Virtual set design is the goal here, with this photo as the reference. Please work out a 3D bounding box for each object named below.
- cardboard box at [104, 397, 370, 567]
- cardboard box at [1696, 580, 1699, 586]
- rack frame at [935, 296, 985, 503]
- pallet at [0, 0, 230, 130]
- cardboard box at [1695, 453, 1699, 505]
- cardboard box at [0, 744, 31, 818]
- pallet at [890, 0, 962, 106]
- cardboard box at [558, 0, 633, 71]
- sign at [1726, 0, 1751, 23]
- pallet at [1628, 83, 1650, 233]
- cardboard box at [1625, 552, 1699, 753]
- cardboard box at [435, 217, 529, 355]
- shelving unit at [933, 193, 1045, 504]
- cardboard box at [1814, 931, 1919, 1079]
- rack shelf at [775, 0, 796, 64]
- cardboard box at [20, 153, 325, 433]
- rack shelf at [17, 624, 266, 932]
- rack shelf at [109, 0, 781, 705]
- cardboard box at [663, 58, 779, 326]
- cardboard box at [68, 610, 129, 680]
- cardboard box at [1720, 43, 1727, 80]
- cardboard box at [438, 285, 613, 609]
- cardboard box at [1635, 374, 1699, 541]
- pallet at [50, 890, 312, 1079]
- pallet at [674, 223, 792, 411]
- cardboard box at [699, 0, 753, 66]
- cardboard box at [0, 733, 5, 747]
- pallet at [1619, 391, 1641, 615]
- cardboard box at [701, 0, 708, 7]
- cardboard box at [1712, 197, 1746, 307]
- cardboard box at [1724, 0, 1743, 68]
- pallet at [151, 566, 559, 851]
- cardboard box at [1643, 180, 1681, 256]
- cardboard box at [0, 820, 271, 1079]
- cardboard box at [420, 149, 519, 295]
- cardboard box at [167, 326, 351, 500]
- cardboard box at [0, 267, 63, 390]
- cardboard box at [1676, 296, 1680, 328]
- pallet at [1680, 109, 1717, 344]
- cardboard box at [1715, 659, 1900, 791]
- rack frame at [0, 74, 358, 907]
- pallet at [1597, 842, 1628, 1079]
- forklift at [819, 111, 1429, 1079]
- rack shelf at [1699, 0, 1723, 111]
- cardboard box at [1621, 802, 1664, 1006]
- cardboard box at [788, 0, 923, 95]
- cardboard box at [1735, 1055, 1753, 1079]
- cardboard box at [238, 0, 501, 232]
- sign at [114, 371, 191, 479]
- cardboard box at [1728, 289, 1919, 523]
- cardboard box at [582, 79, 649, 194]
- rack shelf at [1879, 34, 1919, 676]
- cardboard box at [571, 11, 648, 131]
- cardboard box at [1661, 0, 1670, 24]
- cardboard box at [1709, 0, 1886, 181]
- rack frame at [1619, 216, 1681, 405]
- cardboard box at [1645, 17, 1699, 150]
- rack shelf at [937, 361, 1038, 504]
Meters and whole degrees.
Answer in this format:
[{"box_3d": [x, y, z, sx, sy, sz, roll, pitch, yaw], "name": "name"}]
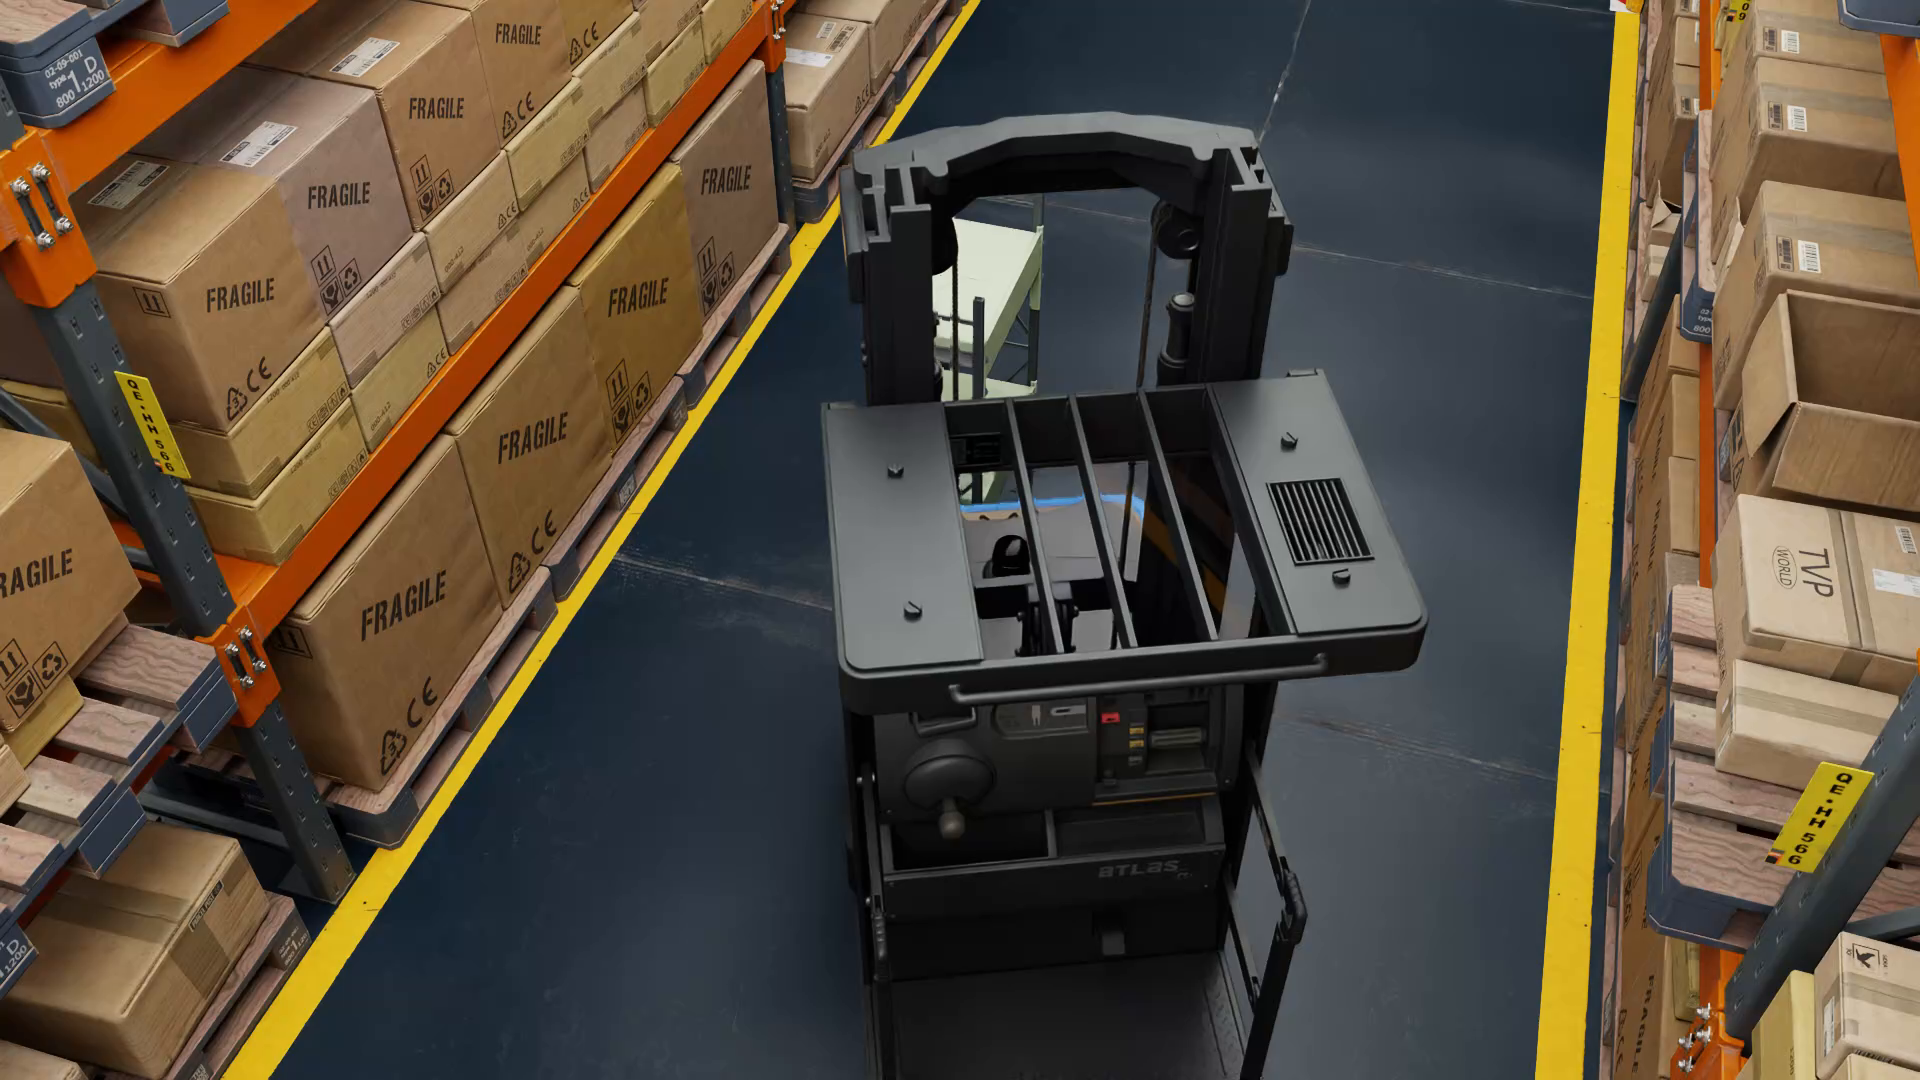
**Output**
[{"box_3d": [-2.134, -0.224, 4.941, 0.500, 0.250, 0.500, 12, 46, 12], "name": "cardboard box"}, {"box_3d": [2.546, 0.295, 5.327, 0.380, 0.149, 0.250, 11, 45, 11], "name": "cardboard box"}, {"box_3d": [-0.113, -0.288, 5.972, 0.400, 1.500, 0.023, 13, 46, 12], "name": "rack frame"}, {"box_3d": [-2.377, -1.450, 4.077, 1.213, 0.211, 1.003, 15, 46, 14], "name": "pallet"}, {"box_3d": [2.801, -0.209, 5.842, 0.380, 0.149, 0.250, 12, 46, 12], "name": "cardboard box"}, {"box_3d": [-2.443, 0.575, 3.897, 0.380, 0.149, 0.250, 12, 46, 12], "name": "cardboard box"}, {"box_3d": [-0.638, -2.980, 9.645, 1.003, 0.211, 1.213, 13, 46, 12], "name": "pallet"}, {"box_3d": [-1.528, -2.033, 5.896, 0.500, 0.500, 0.500, 14, 46, 14], "name": "cardboard box"}, {"box_3d": [2.902, -2.041, 6.072, 0.100, 0.325, 0.005, 13, 46, 13], "name": "sign"}, {"box_3d": [3.998, -1.899, 8.539, 1.003, 0.211, 1.213, 13, 46, 13], "name": "pallet"}, {"box_3d": [2.590, 0.429, 5.654, 0.500, 0.500, 0.500, 11, 45, 11], "name": "cardboard box"}, {"box_3d": [-1.831, -0.918, 5.651, 0.500, 0.250, 0.500, 14, 46, 14], "name": "cardboard box"}, {"box_3d": [-0.002, -0.532, 6.221, 0.431, 1.500, 0.755, 13, 46, 12], "name": "shelving unit"}, {"box_3d": [1.833, 0.927, 3.123, 0.380, 0.149, 0.250, 14, 46, 14], "name": "cardboard box"}, {"box_3d": [-0.705, -3.747, 8.949, 1.077, 0.370, 4.000, 13, 46, 13], "name": "rack shelf"}, {"box_3d": [-2.139, -0.675, 4.508, 0.500, 0.500, 0.500, 11, 45, 11], "name": "cardboard box"}, {"box_3d": [-3.127, 1.586, 3.499, 1.077, 0.370, 4.000, 13, 46, 13], "name": "rack shelf"}, {"box_3d": [-1.916, -1.081, 6.224, 1.077, 0.370, 4.000, 13, 46, 13], "name": "rack shelf"}, {"box_3d": [-1.422, -1.631, 7.491, 0.875, 0.875, 0.875, 14, 46, 14], "name": "cardboard box"}, {"box_3d": [-2.397, 0.204, 4.277, 0.380, 0.149, 0.250, 14, 46, 14], "name": "cardboard box"}, {"box_3d": [3.335, -1.976, 6.805, 0.380, 0.149, 0.250, 14, 46, 14], "name": "cardboard box"}, {"box_3d": [-1.959, -0.432, 6.265, 0.875, 0.875, 0.875, 13, 46, 13], "name": "cardboard box"}, {"box_3d": [2.909, -0.247, 6.345, 0.500, 0.500, 0.500, 12, 46, 12], "name": "cardboard box"}, {"box_3d": [-2.760, 1.513, 5.053, 1.003, 0.211, 1.213, 13, 46, 13], "name": "pallet"}, {"box_3d": [-1.472, -1.144, 7.768, 1.003, 0.211, 1.213, 13, 46, 13], "name": "pallet"}, {"box_3d": [-1.206, -2.265, 7.027, 0.500, 0.250, 0.500, 12, 46, 12], "name": "cardboard box"}, {"box_3d": [-2.541, 0.412, 3.600, 0.500, 0.500, 0.500, 12, 46, 12], "name": "cardboard box"}, {"box_3d": [3.211, -0.075, 6.676, 1.003, 0.211, 1.213, 13, 46, 13], "name": "pallet"}, {"box_3d": [-1.212, -2.450, 6.859, 0.500, 0.250, 0.500, 12, 46, 12], "name": "cardboard box"}, {"box_3d": [2.635, -0.879, 5.300, 0.396, 0.266, 0.258, 15, 46, 14], "name": "cardboard box"}, {"box_3d": [3.343, -2.066, 6.611, 0.500, 0.250, 0.500, 14, 46, 14], "name": "cardboard box"}, {"box_3d": [-2.211, 0.483, 6.106, 1.003, 0.211, 1.213, 13, 46, 13], "name": "pallet"}, {"box_3d": [3.418, -1.466, 7.758, 0.396, 0.266, 0.258, 14, 46, 14], "name": "cardboard box"}, {"box_3d": [-2.702, 1.159, 4.999, 0.950, 0.372, 0.625, 10, 45, 10], "name": "cardboard box"}, {"box_3d": [-1.813, -1.089, 5.468, 0.500, 0.250, 0.500, 12, 46, 12], "name": "cardboard box"}, {"box_3d": [-2.133, -0.415, 4.779, 0.500, 0.250, 0.500, 12, 46, 12], "name": "cardboard box"}, {"box_3d": [-2.614, -0.798, 4.634, 0.500, 0.500, 0.500, 11, 46, 11], "name": "cardboard box"}, {"box_3d": [3.059, -0.928, 6.577, 0.380, 0.149, 0.250, 15, 46, 14], "name": "cardboard box"}, {"box_3d": [3.075, -1.044, 5.809, 1.003, 0.211, 1.213, 13, 46, 13], "name": "pallet"}, {"box_3d": [2.043, 0.465, 4.010, 0.380, 0.149, 0.250, 13, 46, 13], "name": "cardboard box"}, {"box_3d": [-2.522, -0.005, 4.610, 1.000, 3.000, 0.127, 13, 46, 13], "name": "rack frame"}, {"box_3d": [2.472, 1.551, 5.014, 1.003, 0.211, 1.213, 13, 46, 13], "name": "pallet"}, {"box_3d": [0.276, 0.618, 4.023, 1.130, 2.935, 3.031, -4, 45, -5], "name": "forklift"}, {"box_3d": [4.027, -2.698, 7.877, 1.077, 0.370, 4.000, 13, 46, 13], "name": "rack shelf"}, {"box_3d": [2.295, 1.129, 4.939, 0.500, 0.500, 0.500, 12, 46, 12], "name": "cardboard box"}, {"box_3d": [-0.747, -2.898, 9.098, 0.875, 0.438, 0.875, 11, 45, 11], "name": "cardboard box"}, {"box_3d": [1.843, 1.342, 3.341, 0.500, 0.250, 0.500, 13, 46, 13], "name": "cardboard box"}, {"box_3d": [-1.827, -1.349, 5.197, 0.500, 0.500, 0.500, 14, 46, 14], "name": "cardboard box"}, {"box_3d": [-2.002, -0.281, 4.122, 0.100, 0.325, 0.005, 13, 46, 13], "name": "sign"}, {"box_3d": [2.528, -0.270, 4.507, 0.797, 0.503, 0.637, 12, 46, 12], "name": "cardboard box"}, {"box_3d": [-1.532, -1.593, 6.341, 0.500, 0.250, 0.500, 11, 46, 11], "name": "cardboard box"}, {"box_3d": [2.816, -1.104, 4.103, 1.077, 0.370, 4.000, 13, 46, 13], "name": "rack shelf"}, {"box_3d": [-1.508, -1.769, 6.163, 0.500, 0.250, 0.500, 14, 46, 13], "name": "cardboard box"}, {"box_3d": [4.357, -3.158, 9.318, 0.797, 0.503, 0.637, 11, 45, 11], "name": "cardboard box"}, {"box_3d": [3.062, -1.533, 5.800, 0.700, 0.500, 0.500, 14, 46, 14], "name": "cardboard box"}, {"box_3d": [3.421, -1.622, 6.263, 1.000, 3.000, 0.127, 13, 46, 13], "name": "rack frame"}, {"box_3d": [3.806, -2.264, 8.406, 0.500, 0.500, 0.500, 13, 46, 13], "name": "cardboard box"}, {"box_3d": [-0.002, -0.299, 6.449, 0.431, 0.370, 0.720, 13, 46, 12], "name": "rack shelf"}]
